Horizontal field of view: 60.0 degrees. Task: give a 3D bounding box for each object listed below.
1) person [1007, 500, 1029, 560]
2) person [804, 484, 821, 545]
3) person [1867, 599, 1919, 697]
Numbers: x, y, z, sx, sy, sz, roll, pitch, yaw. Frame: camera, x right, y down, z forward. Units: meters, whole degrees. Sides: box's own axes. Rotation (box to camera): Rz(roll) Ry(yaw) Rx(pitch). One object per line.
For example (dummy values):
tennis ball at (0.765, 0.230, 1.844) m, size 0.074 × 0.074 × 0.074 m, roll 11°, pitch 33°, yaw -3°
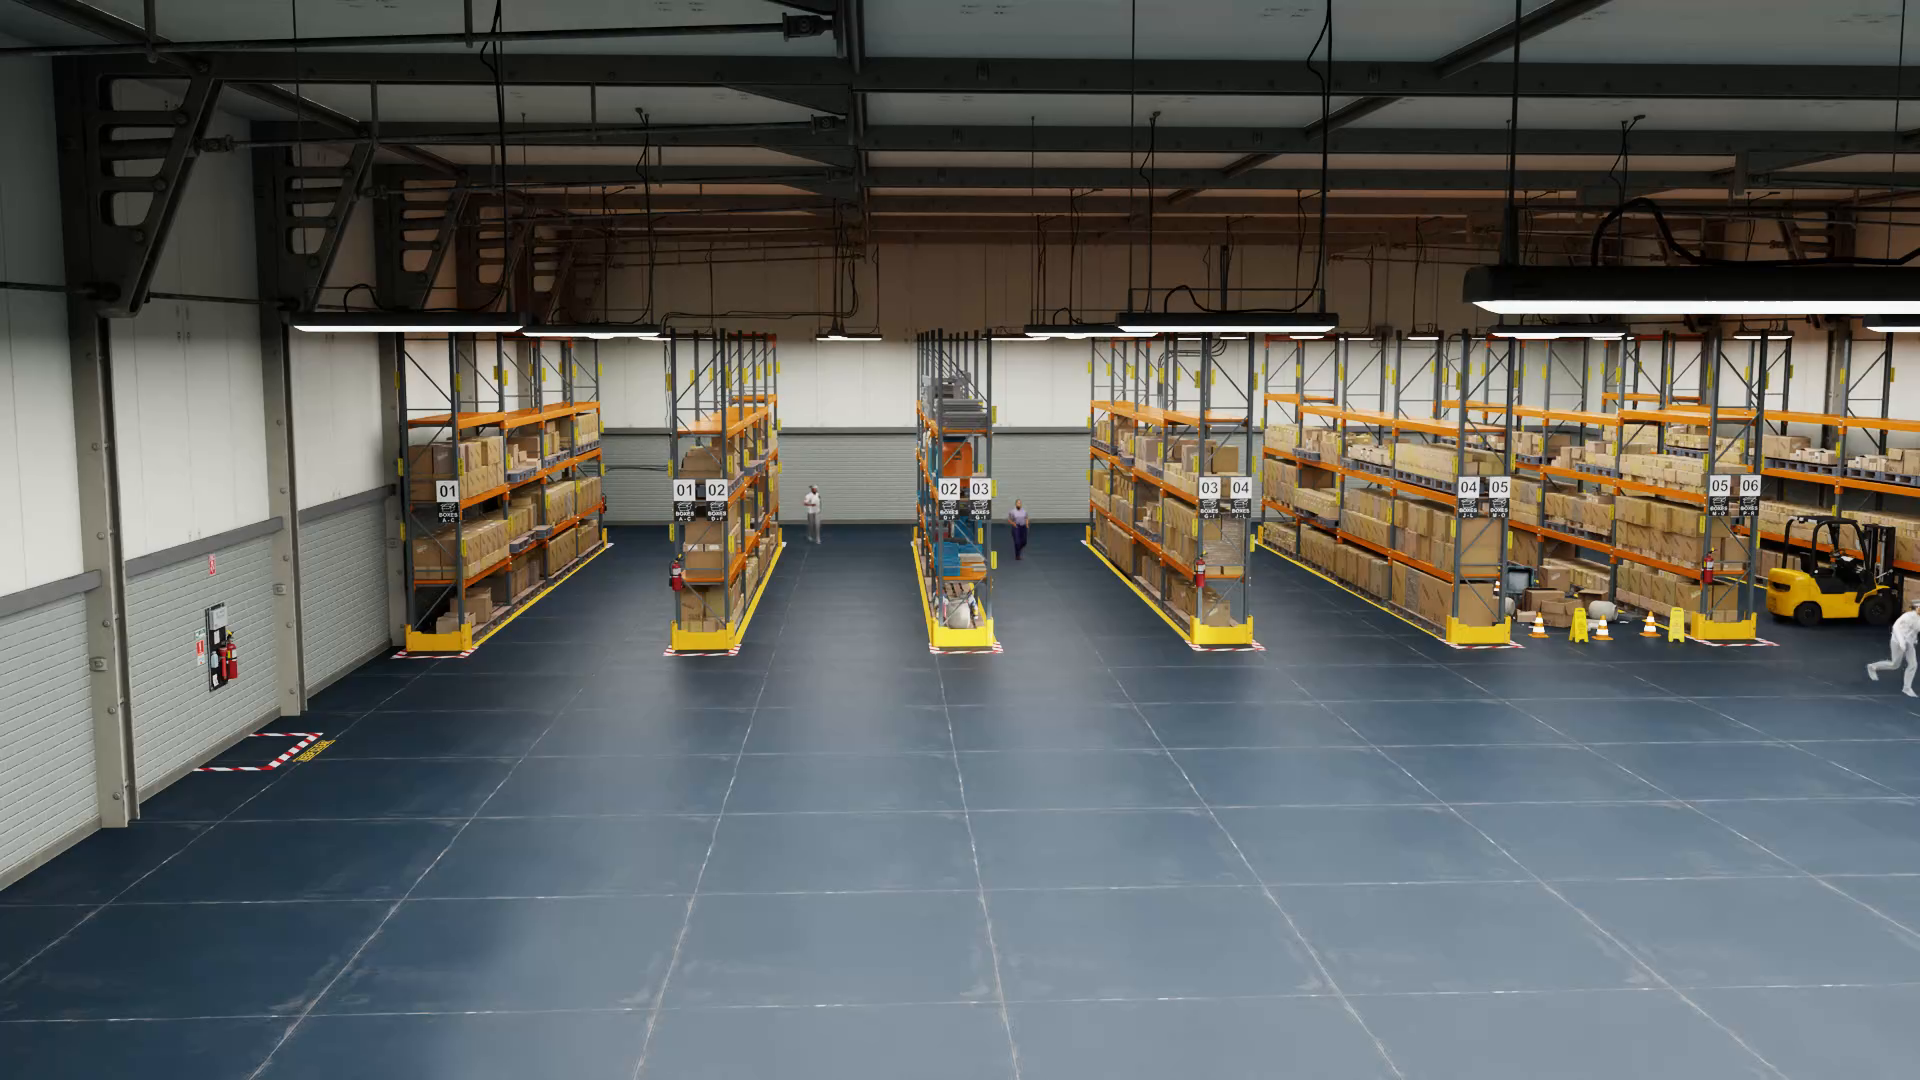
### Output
person at (1.563, -0.272, 44.255) m, size 0.609 × 1.607 × 0.553 m, roll -2°, pitch 7°, yaw -13°
person at (-4.240, -0.755, 47.861) m, size 0.560 × 1.732 × 0.824 m, roll -3°, pitch 7°, yaw -25°
person at (15.456, 1.734, 27.417) m, size 0.630 × 1.621 × 0.906 m, roll -5°, pitch 8°, yaw -35°
